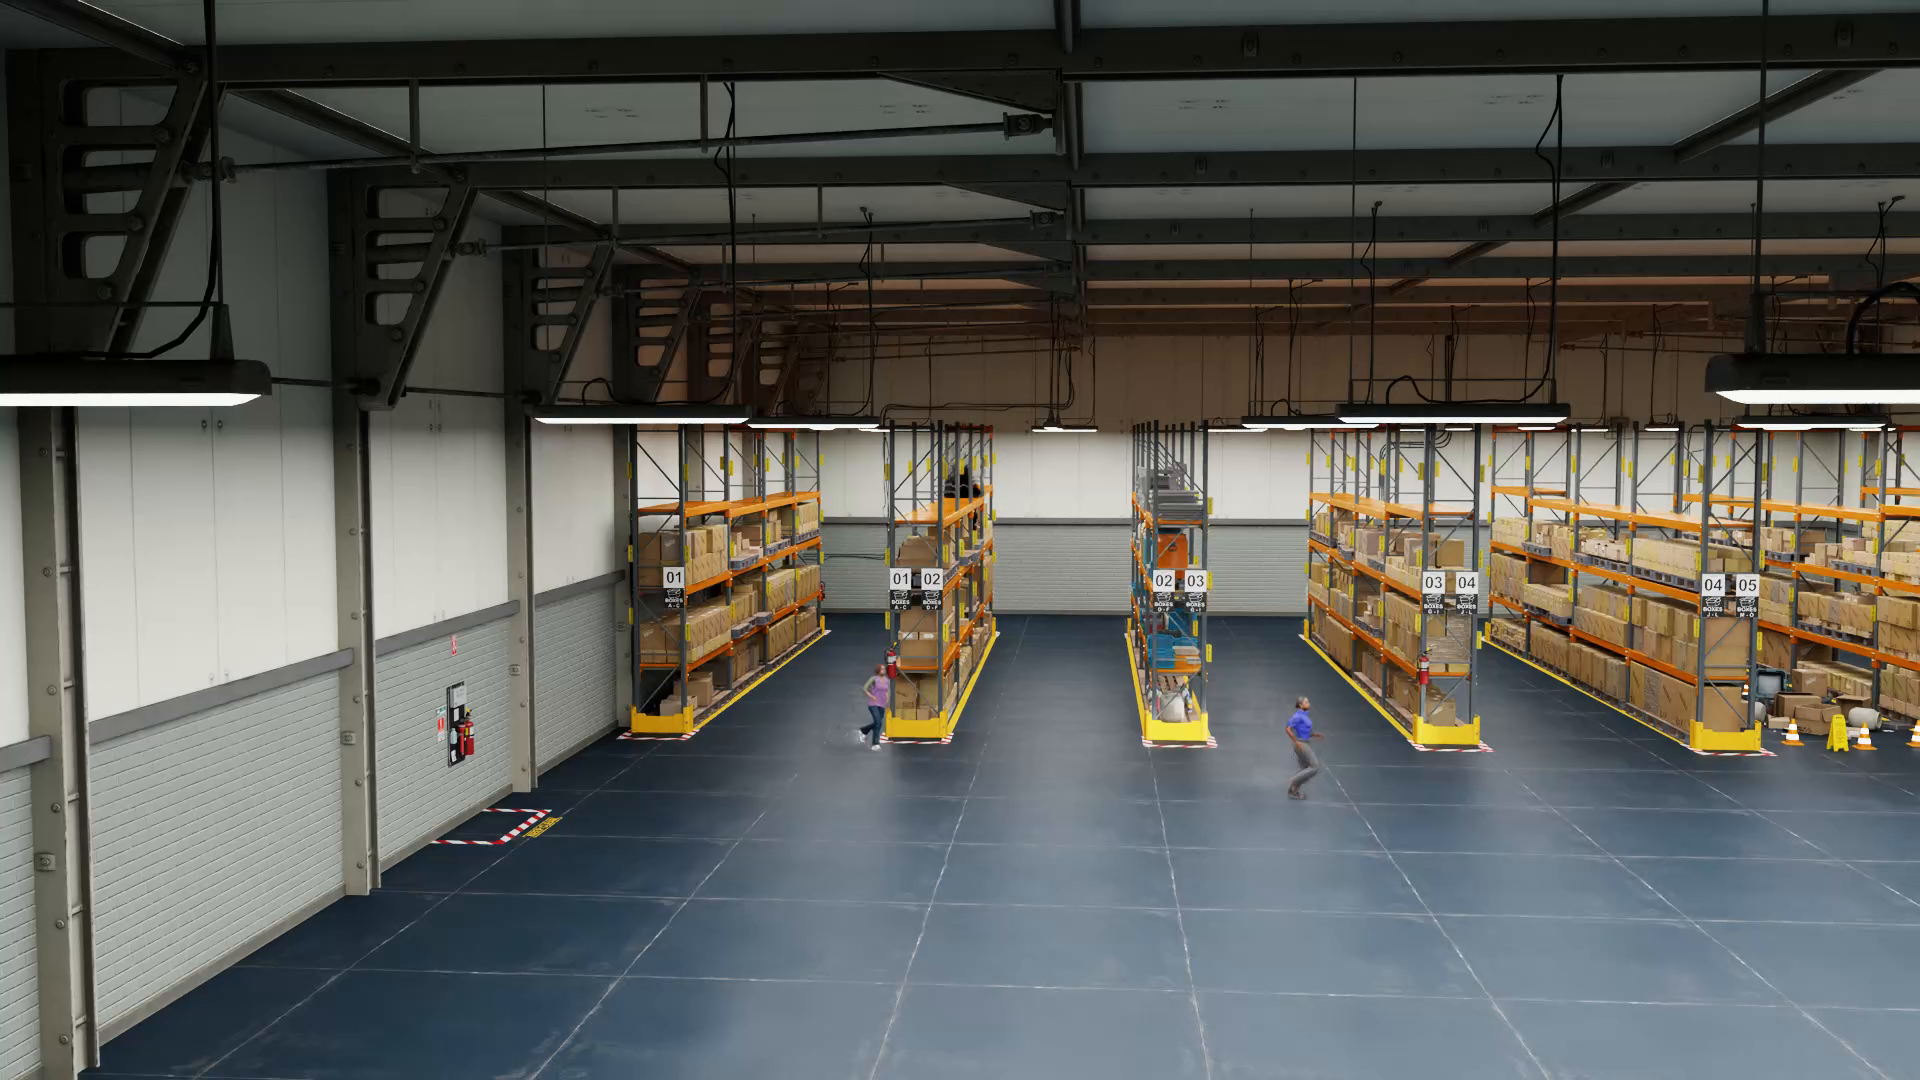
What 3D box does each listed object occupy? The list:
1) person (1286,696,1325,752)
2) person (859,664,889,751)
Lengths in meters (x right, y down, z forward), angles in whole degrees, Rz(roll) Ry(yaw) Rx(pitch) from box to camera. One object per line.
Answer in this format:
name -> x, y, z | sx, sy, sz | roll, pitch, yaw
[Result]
person -> 5.431, 2.868, 26.067 | 0.566, 0.838, 0.560 | 1, 4, 20
person -> -1.555, 3.041, 30.420 | 0.525, 1.567, 0.687 | -3, 5, -42
